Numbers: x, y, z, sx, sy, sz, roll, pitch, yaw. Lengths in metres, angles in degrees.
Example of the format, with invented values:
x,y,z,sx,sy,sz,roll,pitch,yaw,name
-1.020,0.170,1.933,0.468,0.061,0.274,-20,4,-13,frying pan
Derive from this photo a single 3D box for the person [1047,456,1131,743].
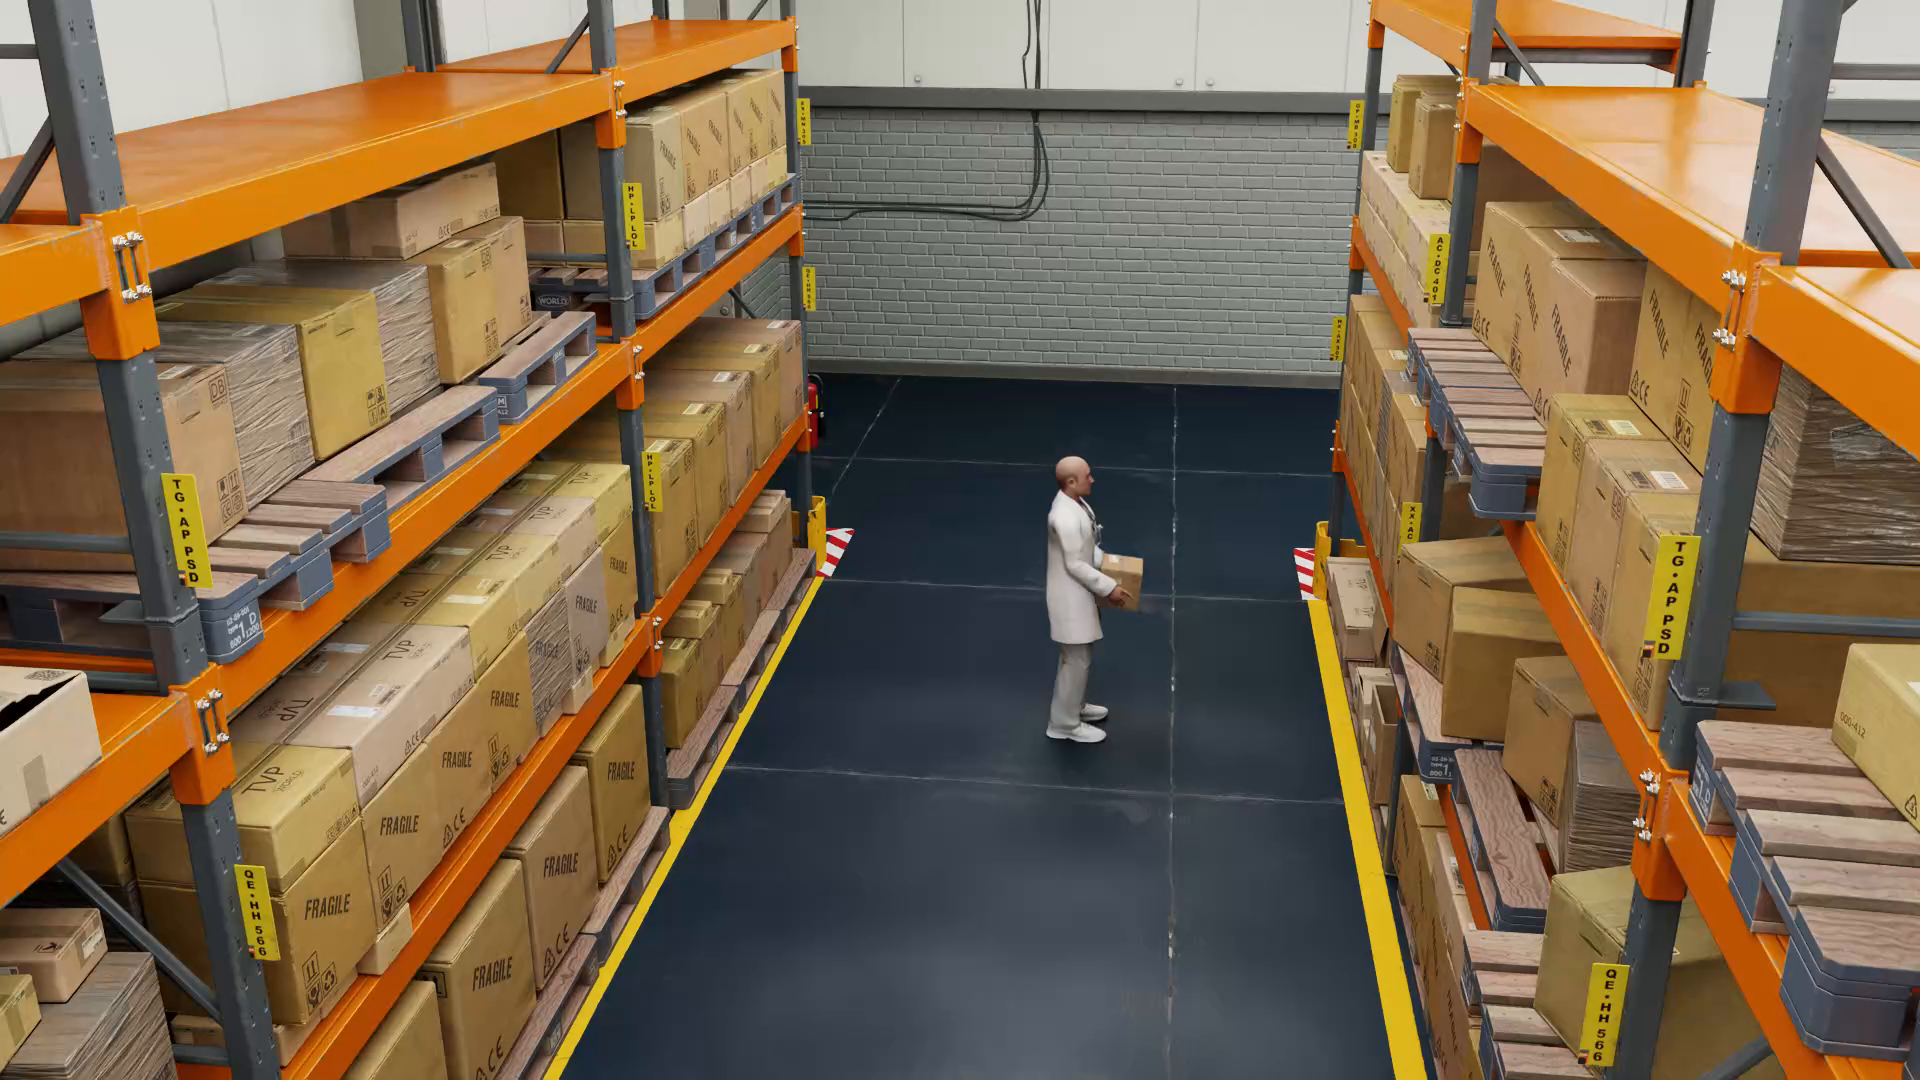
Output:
x,y,z,sx,sy,sz,roll,pitch,yaw,name
0.788,0.349,10.177,0.517,1.782,0.559,2,21,6,person
